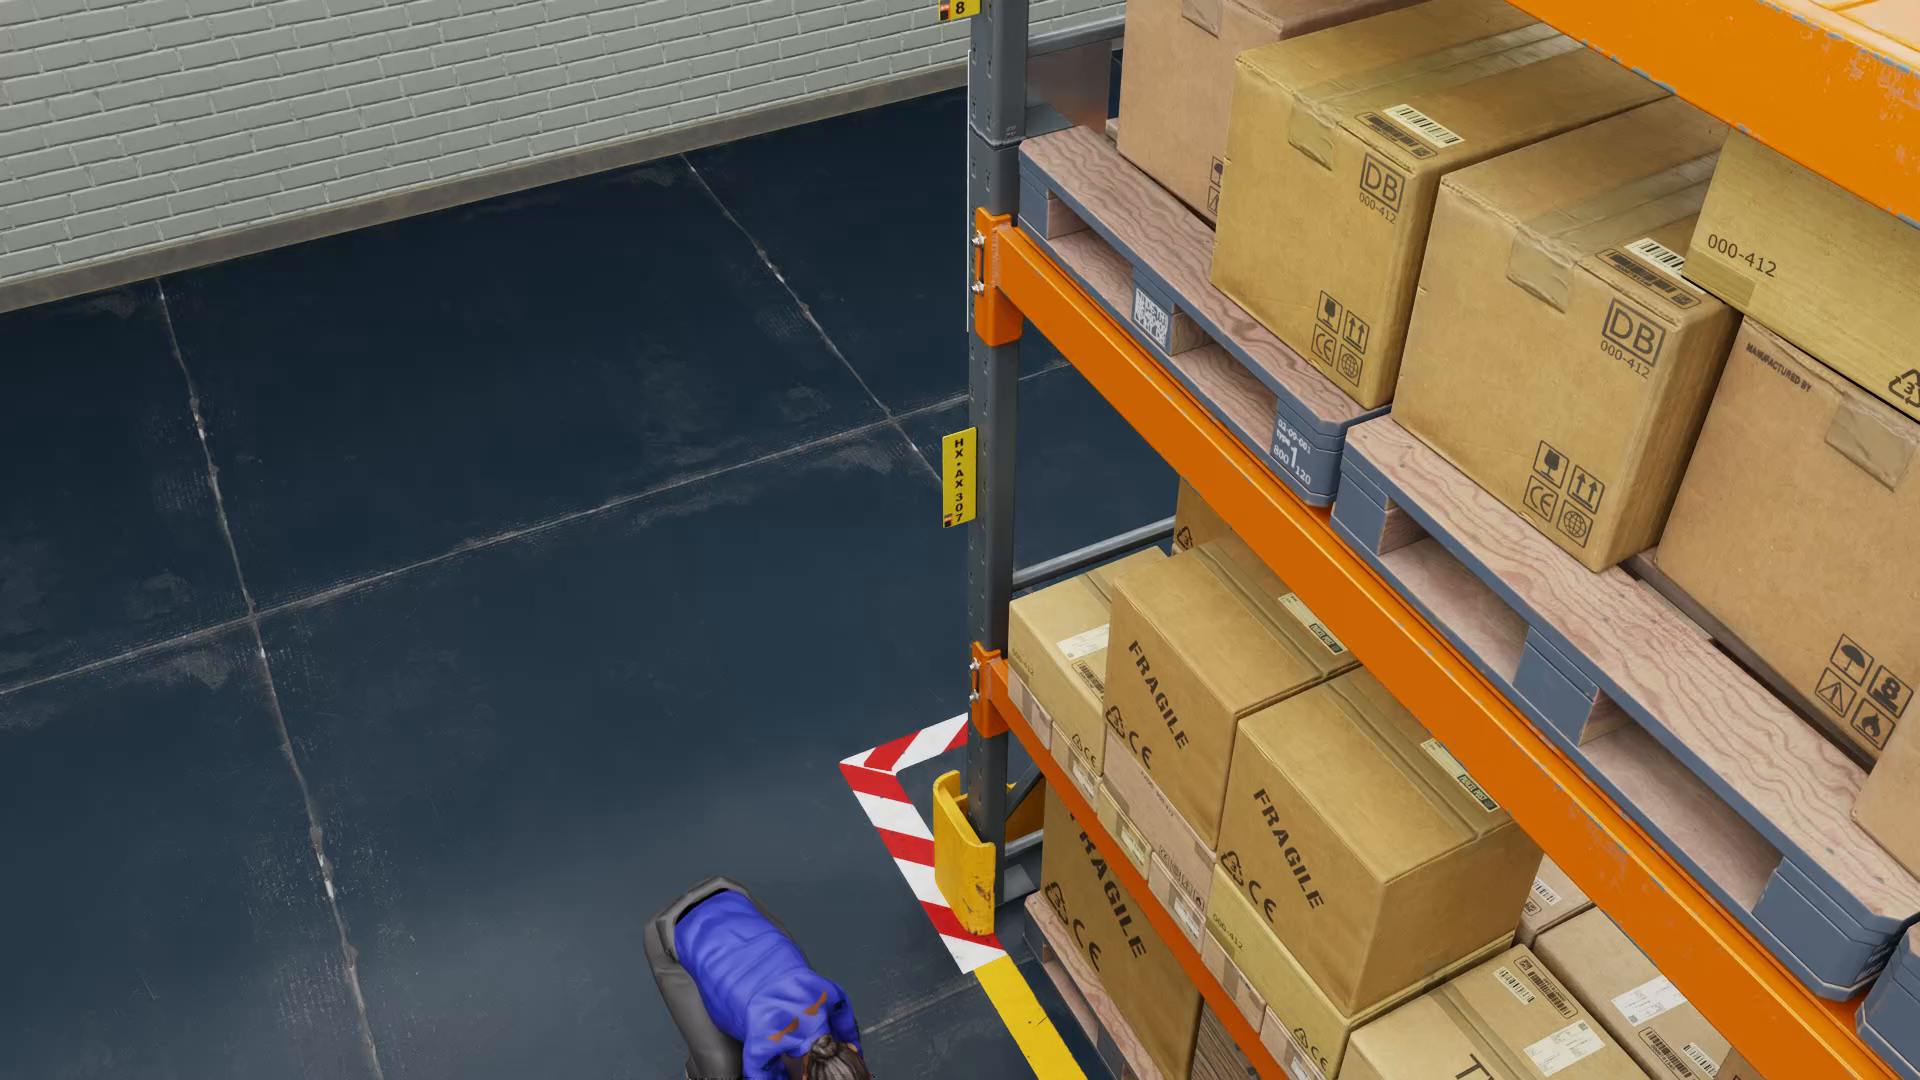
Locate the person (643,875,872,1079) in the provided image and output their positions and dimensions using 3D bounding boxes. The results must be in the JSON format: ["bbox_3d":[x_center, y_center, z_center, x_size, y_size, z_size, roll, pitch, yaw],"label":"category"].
[{"bbox_3d":[-0.570,1.513,5.053,0.464,0.866,0.866,-33,51,-31],"label":"person"}]
